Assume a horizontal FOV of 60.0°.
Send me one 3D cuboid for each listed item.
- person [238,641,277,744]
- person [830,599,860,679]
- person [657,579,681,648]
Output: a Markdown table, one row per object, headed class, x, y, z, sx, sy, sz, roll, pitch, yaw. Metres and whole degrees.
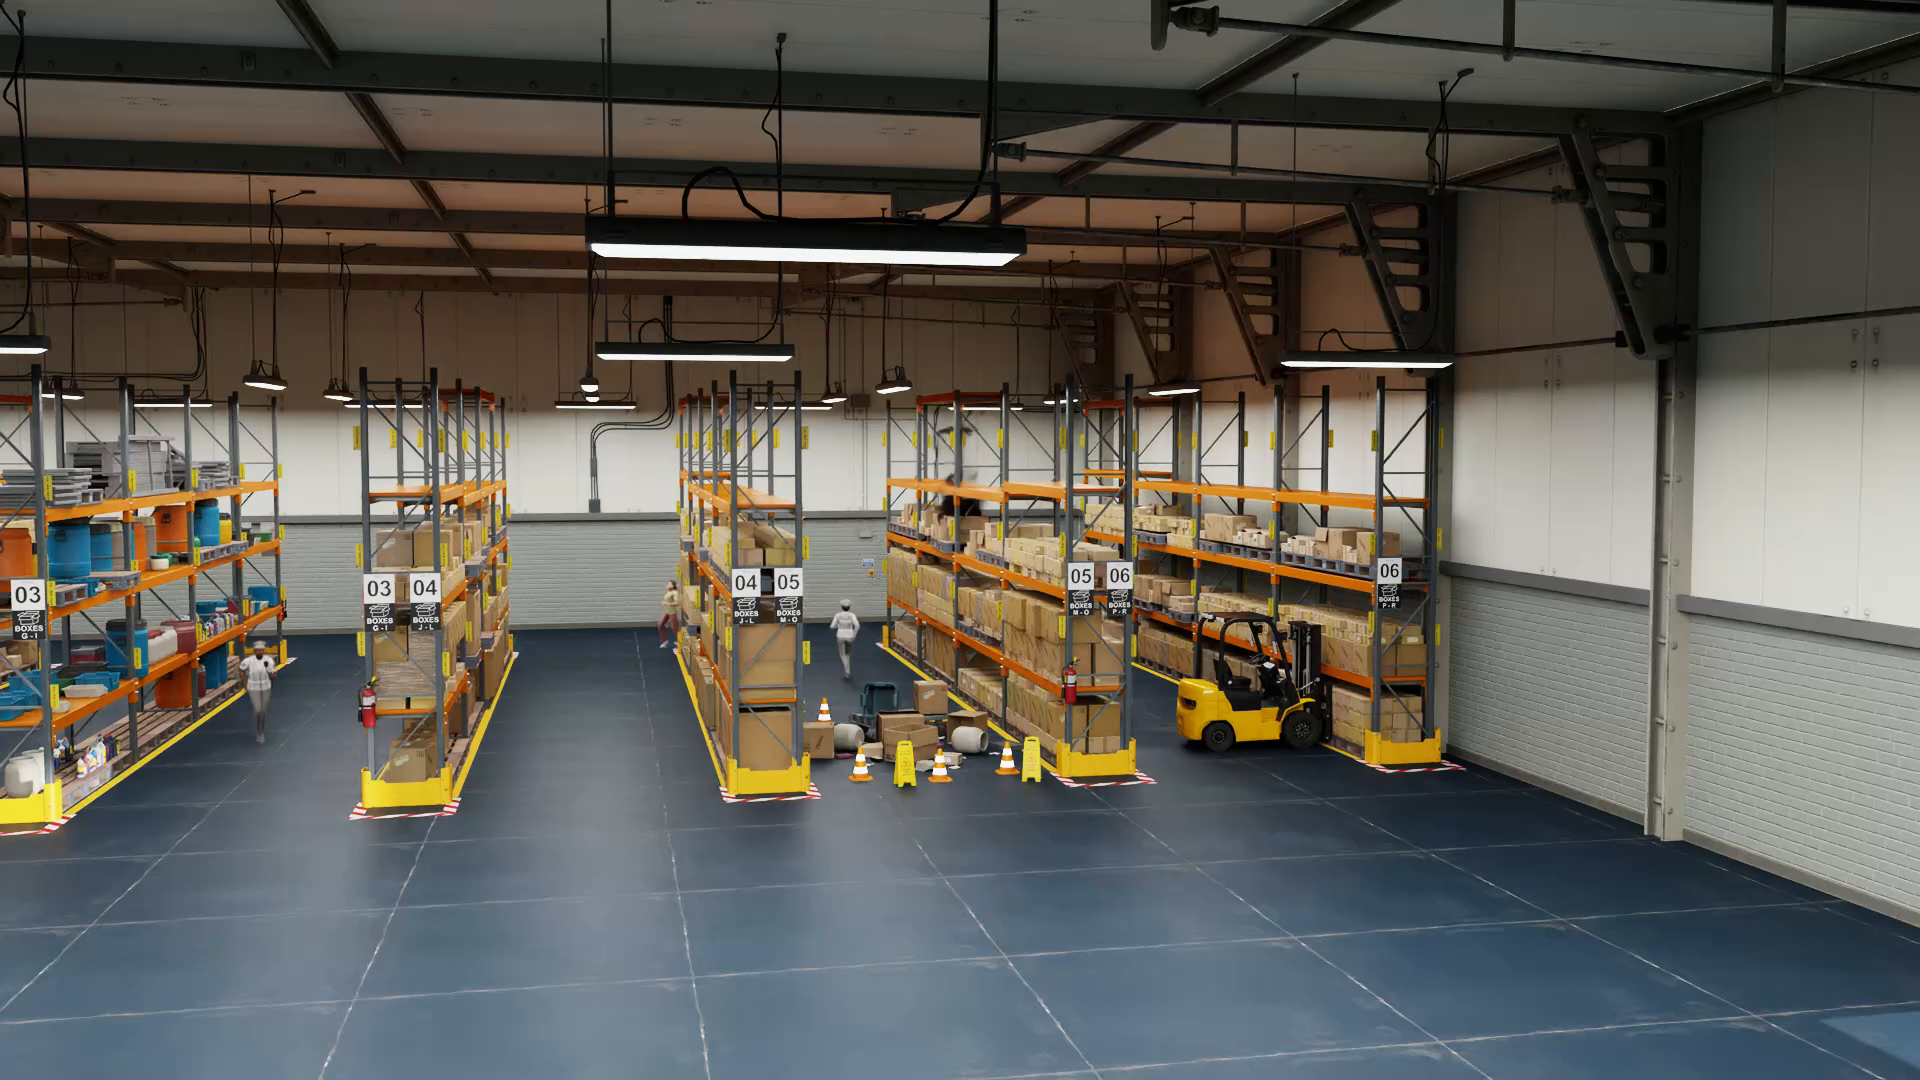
| class | x | y | z | sx | sy | sz | roll | pitch | yaw |
| --- | --- | --- | --- | --- | --- | --- | --- | --- | --- |
| person | -11.664 | 2.534 | 27.665 | 0.575 | 1.729 | 0.778 | -2 | 4 | -33 |
| person | -2.399 | 2.098 | 34.638 | 0.584 | 1.716 | 0.867 | -1 | 3 | -11 |
| person | -6.928 | 1.804 | 40.232 | 0.709 | 1.705 | 0.563 | -3 | 4 | -40 |
